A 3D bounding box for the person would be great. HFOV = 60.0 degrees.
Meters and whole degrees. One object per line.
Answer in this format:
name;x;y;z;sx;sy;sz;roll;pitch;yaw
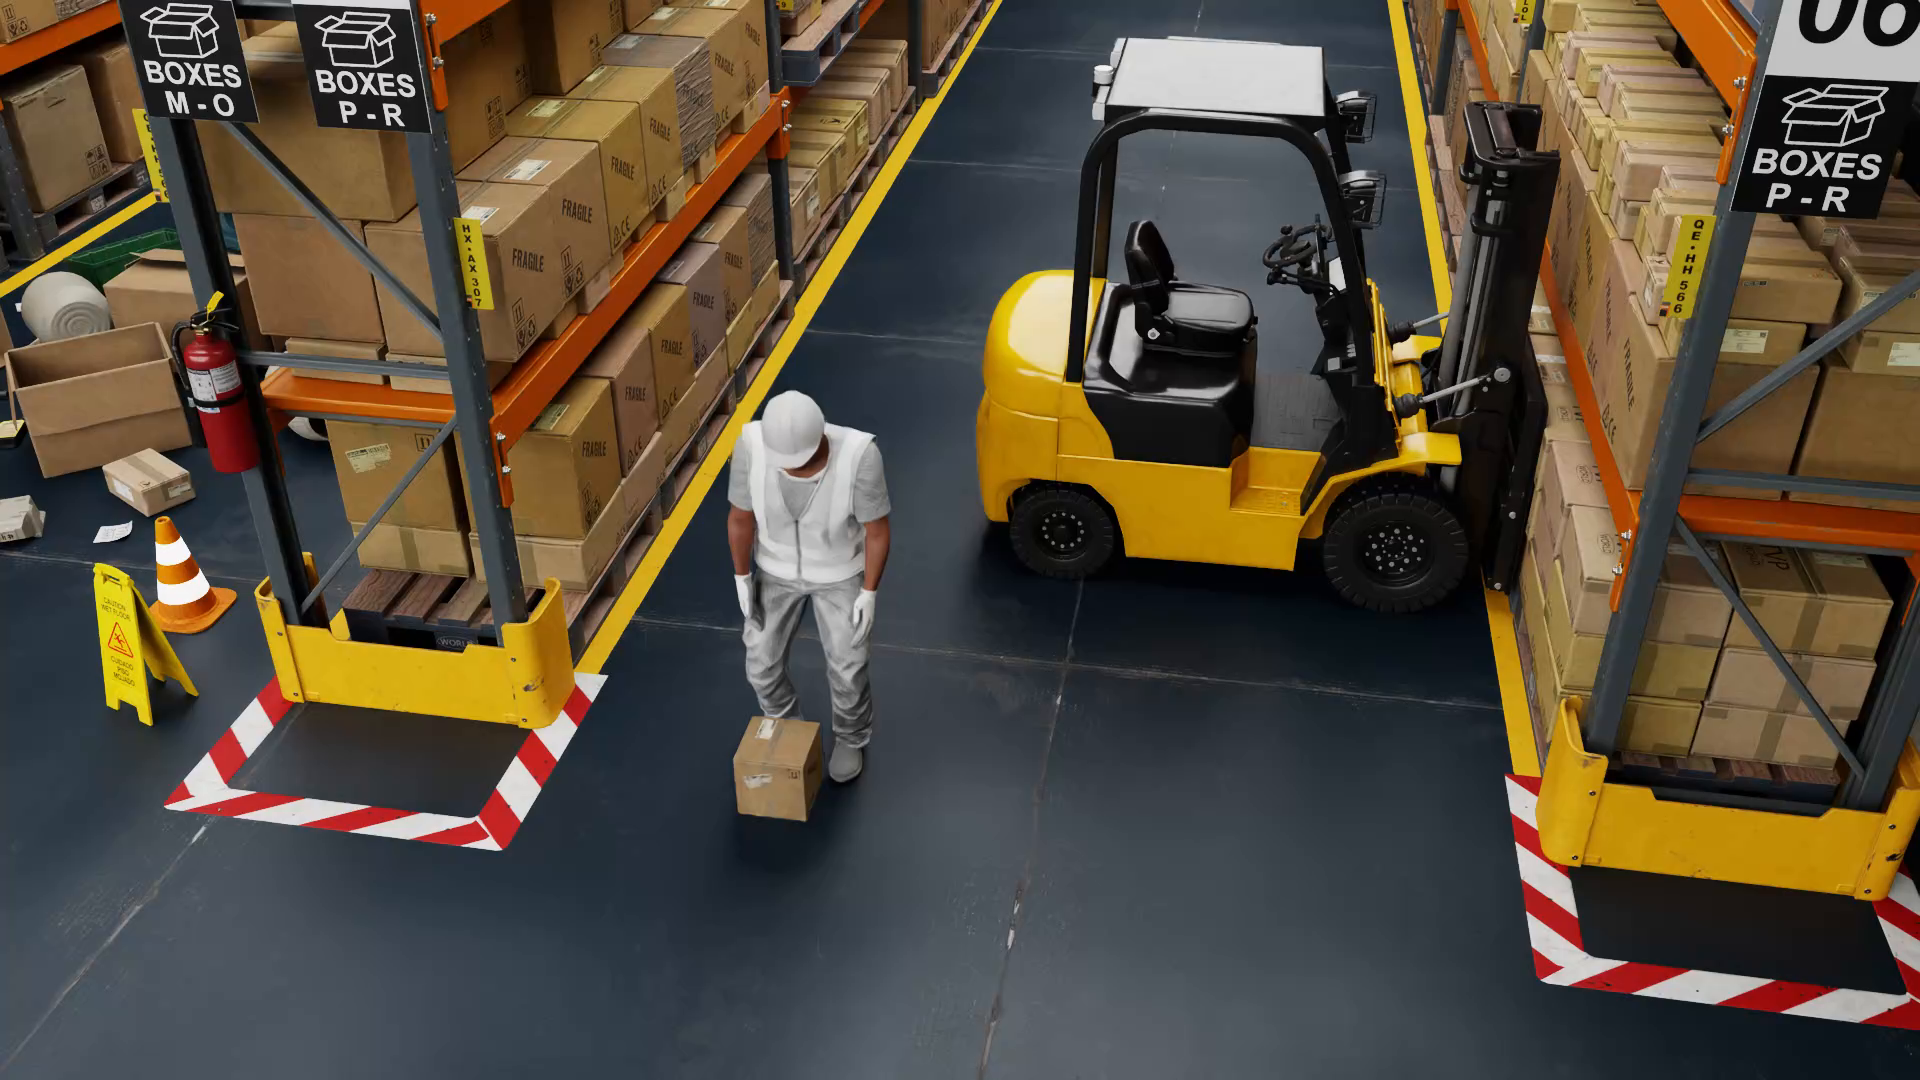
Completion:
person;-0.528;0.146;6.001;0.591;1.663;0.561;6;33;9
